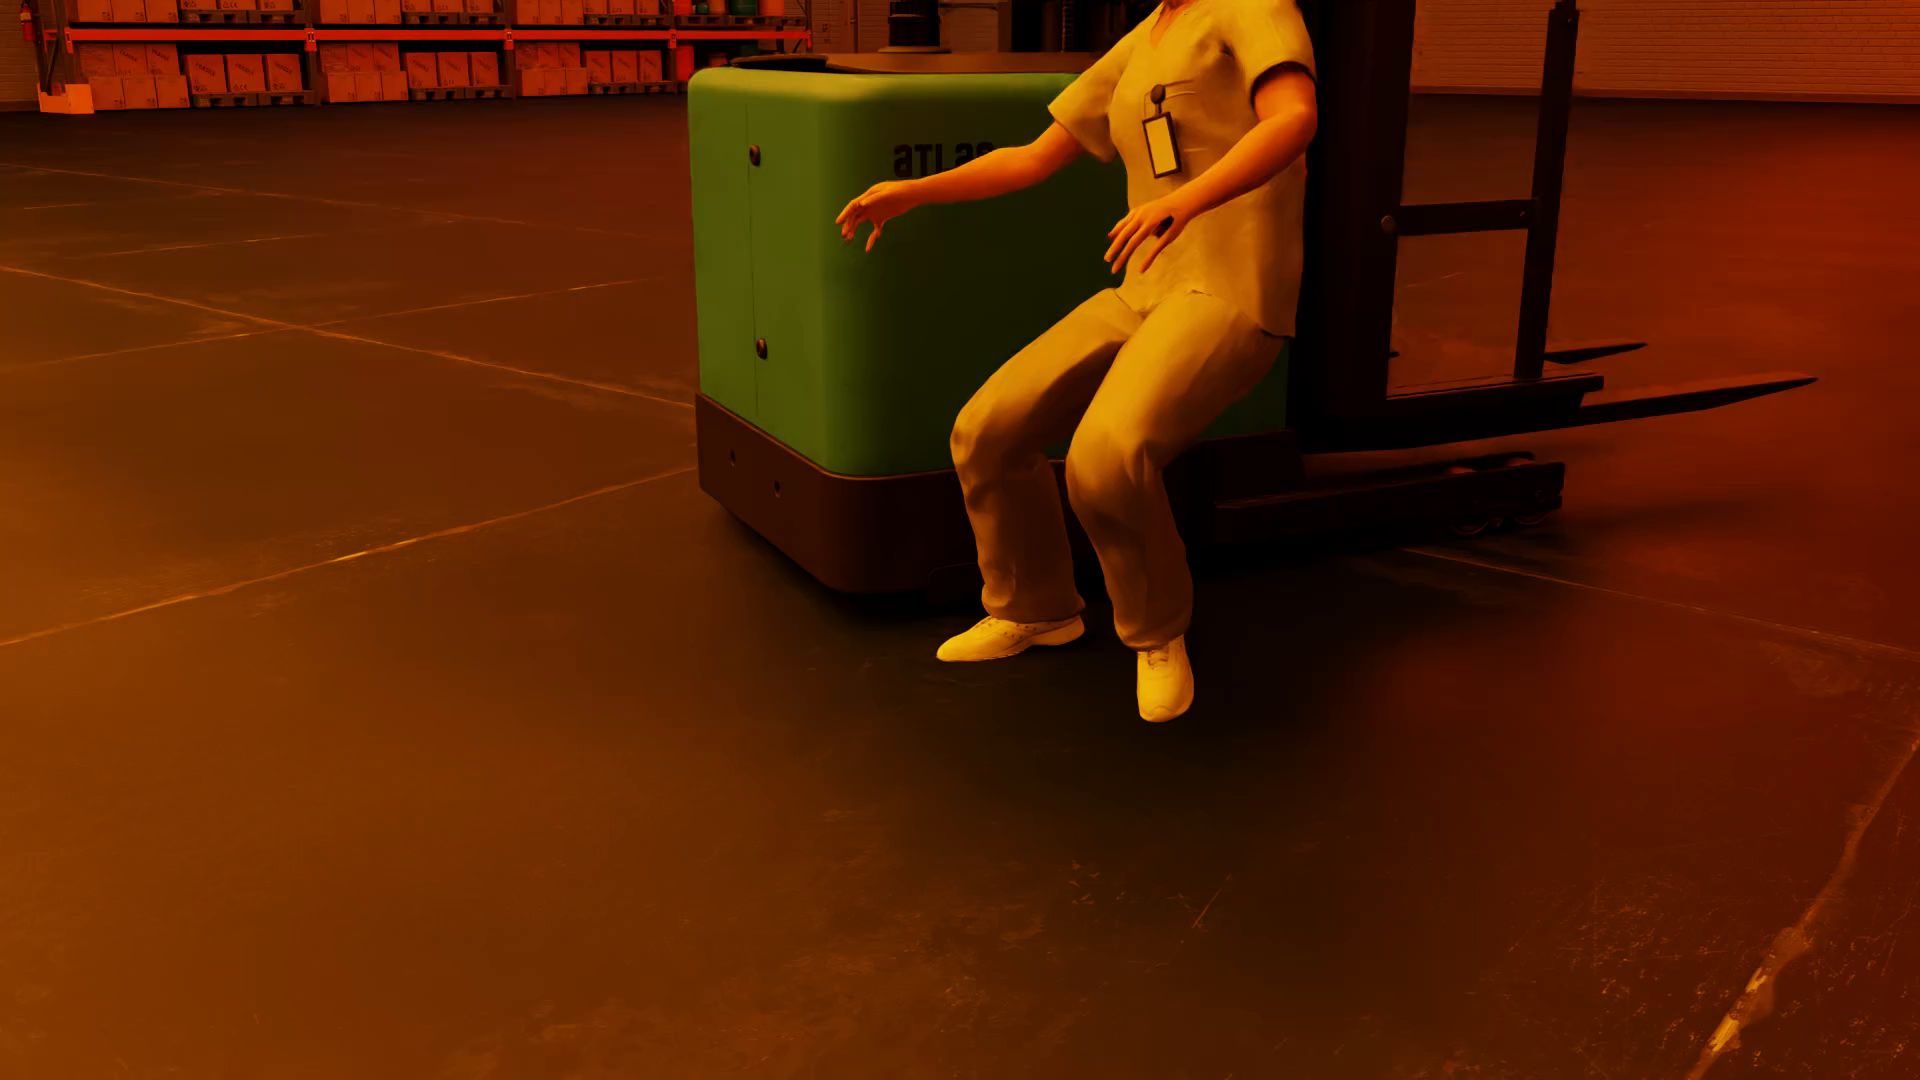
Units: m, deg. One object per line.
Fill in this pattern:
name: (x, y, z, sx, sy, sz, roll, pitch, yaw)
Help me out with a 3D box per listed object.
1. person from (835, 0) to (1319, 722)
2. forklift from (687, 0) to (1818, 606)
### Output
person: (0.211, -0.397, 2.738, 0.714, 1.503, 0.804, -7, 18, -22)
forklift: (0.907, -1.542, 3.975, 3.031, 2.935, 1.130, -8, 19, -25)
